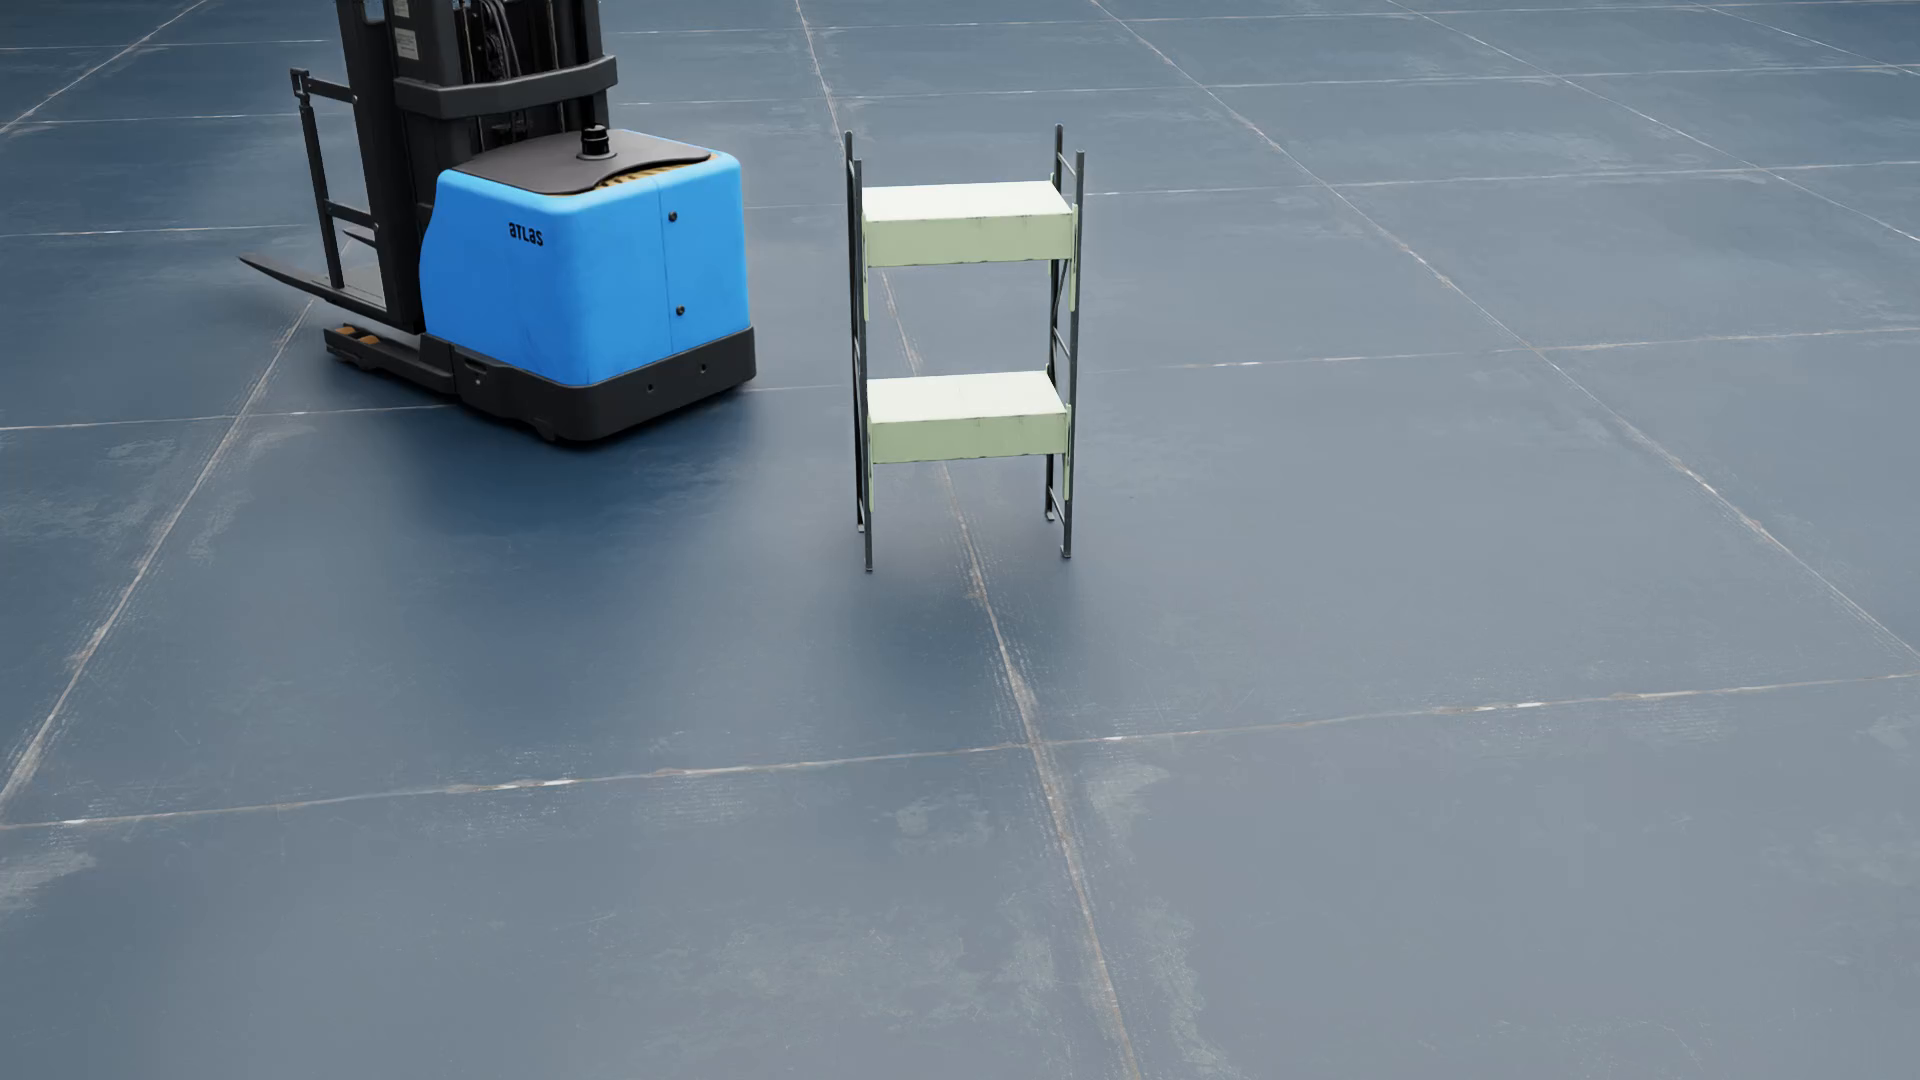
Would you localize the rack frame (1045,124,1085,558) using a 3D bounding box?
[{"bbox_3d":[0.369,-0.691,5.954,0.023,1.500,0.400,-4,27,-7],"label":"rack frame"}]

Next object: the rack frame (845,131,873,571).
[{"bbox_3d":[-0.356,-0.644,5.863,0.023,1.500,0.400,-4,27,-7],"label":"rack frame"}]

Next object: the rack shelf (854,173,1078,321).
[{"bbox_3d":[0.007,-1.015,5.730,0.720,0.370,0.431,-4,27,-7],"label":"rack shelf"}]

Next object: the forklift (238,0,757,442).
[{"bbox_3d":[-2.379,-2.256,7.436,3.031,2.935,1.130,21,34,35],"label":"forklift"}]

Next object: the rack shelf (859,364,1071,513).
[{"bbox_3d":[0.007,-0.378,6.057,0.720,0.370,0.431,-4,27,-7],"label":"rack shelf"}]

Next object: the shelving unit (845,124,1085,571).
[{"bbox_3d":[0.007,-0.668,5.908,0.755,1.500,0.431,-4,27,-7],"label":"shelving unit"}]
